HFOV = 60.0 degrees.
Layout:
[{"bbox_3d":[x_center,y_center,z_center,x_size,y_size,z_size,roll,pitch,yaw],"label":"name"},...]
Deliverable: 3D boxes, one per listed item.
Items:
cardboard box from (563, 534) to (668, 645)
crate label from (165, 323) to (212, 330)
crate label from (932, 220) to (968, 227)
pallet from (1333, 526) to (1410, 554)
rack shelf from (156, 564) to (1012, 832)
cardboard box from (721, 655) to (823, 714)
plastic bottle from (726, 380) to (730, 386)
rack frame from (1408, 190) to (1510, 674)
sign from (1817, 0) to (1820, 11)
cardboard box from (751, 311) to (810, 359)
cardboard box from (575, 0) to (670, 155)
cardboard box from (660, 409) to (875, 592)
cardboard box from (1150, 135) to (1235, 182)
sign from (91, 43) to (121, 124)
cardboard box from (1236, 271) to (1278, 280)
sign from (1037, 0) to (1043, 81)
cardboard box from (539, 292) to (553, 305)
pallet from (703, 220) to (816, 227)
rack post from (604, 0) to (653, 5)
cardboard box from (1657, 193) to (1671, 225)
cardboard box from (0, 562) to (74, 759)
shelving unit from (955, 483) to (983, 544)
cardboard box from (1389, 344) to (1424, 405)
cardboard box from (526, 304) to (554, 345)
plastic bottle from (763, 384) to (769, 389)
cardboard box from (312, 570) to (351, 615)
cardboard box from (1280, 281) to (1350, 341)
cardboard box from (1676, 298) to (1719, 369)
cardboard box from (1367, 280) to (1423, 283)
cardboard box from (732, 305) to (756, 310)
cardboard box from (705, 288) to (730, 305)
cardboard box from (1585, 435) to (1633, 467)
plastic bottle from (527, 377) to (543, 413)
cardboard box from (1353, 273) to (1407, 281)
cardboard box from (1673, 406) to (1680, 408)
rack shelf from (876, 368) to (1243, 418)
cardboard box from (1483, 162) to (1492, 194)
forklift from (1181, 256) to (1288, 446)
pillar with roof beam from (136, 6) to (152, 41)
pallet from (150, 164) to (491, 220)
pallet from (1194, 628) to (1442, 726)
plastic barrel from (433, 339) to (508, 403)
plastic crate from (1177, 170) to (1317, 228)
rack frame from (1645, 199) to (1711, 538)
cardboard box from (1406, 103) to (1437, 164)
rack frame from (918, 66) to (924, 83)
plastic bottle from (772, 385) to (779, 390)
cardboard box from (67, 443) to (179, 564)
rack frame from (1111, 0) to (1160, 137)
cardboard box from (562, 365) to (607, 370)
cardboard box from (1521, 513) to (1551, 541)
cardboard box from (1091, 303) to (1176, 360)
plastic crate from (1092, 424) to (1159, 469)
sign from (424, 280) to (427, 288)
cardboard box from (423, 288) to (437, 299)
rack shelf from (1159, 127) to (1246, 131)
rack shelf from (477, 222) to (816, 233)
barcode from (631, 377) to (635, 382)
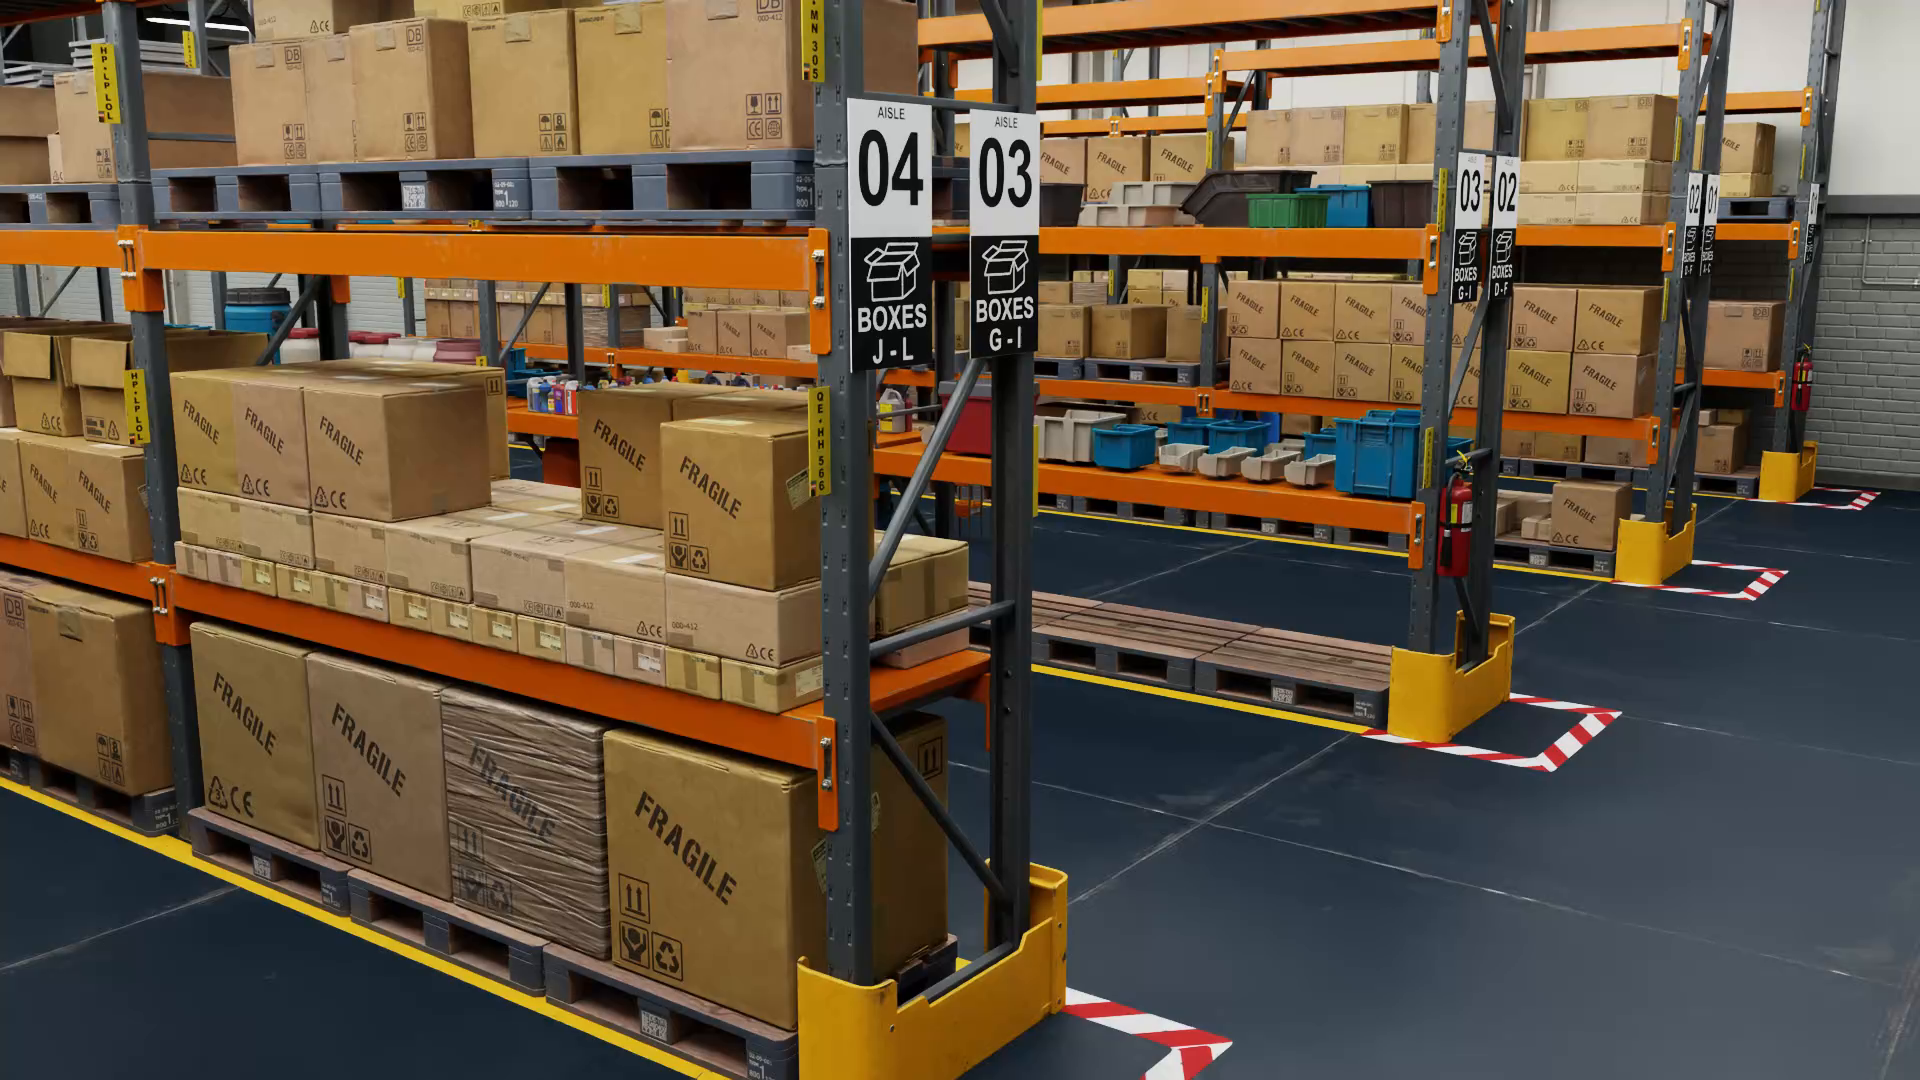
[{"bbox_3d":[-1.042,0.165,5.889,0.500,0.250,0.500,8,13,35],"label":"cardboard box"},{"bbox_3d":[-8.407,-2.100,17.895,0.616,0.435,0.502,8,13,36],"label":"crate label"},{"bbox_3d":[-0.155,-2.143,11.008,0.466,0.136,0.293,8,13,36],"label":"crate label"},{"bbox_3d":[4.097,-0.073,14.855,1.213,0.211,1.003,8,13,36],"label":"pallet"},{"bbox_3d":[-1.698,0.437,6.767,4.000,0.370,1.077,8,13,36],"label":"rack shelf"},{"bbox_3d":[-0.568,0.442,5.507,0.250,0.149,0.380,8,14,37],"label":"cardboard box"},{"bbox_3d":[-1.882,-1.138,13.321,0.133,0.283,0.061,8,13,36],"label":"plastic bottle"},{"bbox_3d":[2.846,-0.449,9.456,0.127,3.000,1.000,8,13,36],"label":"rack frame"},{"bbox_3d":[8.377,-5.328,16.208,0.005,0.325,0.100,8,13,36],"label":"sign"},{"bbox_3d":[-2.029,-2.342,18.975,0.500,0.500,0.500,7,13,33],"label":"cardboard box"},{"bbox_3d":[-0.919,-1.600,5.875,0.500,0.500,0.700,7,13,33],"label":"cardboard box"},{"bbox_3d":[-0.634,-0.146,5.526,0.500,0.500,0.500,8,14,36],"label":"cardboard box"},{"bbox_3d":[2.194,-3.502,15.705,0.600,0.600,0.600,6,13,30],"label":"cardboard box"},{"bbox_3d":[-3.623,-1.938,7.062,0.005,0.325,0.100,8,13,36],"label":"sign"},{"bbox_3d":[3.729,-3.176,20.475,0.500,0.250,0.500,8,13,34],"label":"cardboard box"},{"bbox_3d":[0.247,-1.716,5.597,0.005,0.325,0.100,8,13,36],"label":"sign"},{"bbox_3d":[-5.056,-3.037,20.857,0.250,0.149,0.380,8,13,35],"label":"cardboard box"},{"bbox_3d":[-1.068,-2.352,11.892,1.003,0.211,1.213,8,13,36],"label":"pallet"},{"bbox_3d":[-2.085,-3.807,12.334,0.954,0.300,0.937,10,15,42],"label":"rack post"},{"bbox_3d":[5.517,-2.703,13.603,0.500,0.250,0.500,8,13,36],"label":"cardboard box"},{"bbox_3d":[-4.558,0.527,8.898,0.875,0.875,1.225,7,13,34],"label":"cardboard box"},{"bbox_3d":[0.043,-0.509,14.899,0.252,1.050,0.215,8,13,36],"label":"shelving unit"},{"bbox_3d":[4.034,-1.437,14.295,0.500,0.500,0.500,8,13,35],"label":"cardboard box"},{"bbox_3d":[-5.084,-2.770,21.186,0.500,0.500,0.700,8,14,36],"label":"cardboard box"},{"bbox_3d":[-1.536,-1.094,13.125,0.097,0.271,0.097,0,11,0],"label":"plastic bottle"},{"bbox_3d":[-2.425,0.184,6.845,0.250,0.149,0.380,8,13,35],"label":"cardboard box"},{"bbox_3d":[3.186,-2.043,14.798,0.500,0.500,0.500,7,13,34],"label":"cardboard box"},{"bbox_3d":[7.700,-2.249,17.970,0.700,0.700,0.980,8,13,35],"label":"cardboard box"},{"bbox_3d":[3.938,-2.066,14.916,0.500,0.500,0.500,8,14,36],"label":"cardboard box"},{"bbox_3d":[-3.147,-3.483,25.480,0.500,0.250,0.500,8,13,35],"label":"cardboard box"},{"bbox_3d":[-3.587,-3.913,25.725,0.500,0.500,0.500,8,14,36],"label":"cardboard box"},{"bbox_3d":[7.277,-1.121,18.403,0.500,0.500,0.700,7,13,34],"label":"cardboard box"},{"bbox_3d":[-3.445,-1.190,13.609,0.135,0.276,0.152,8,13,36],"label":"plastic bottle"},{"bbox_3d":[4.958,-3.002,19.578,0.500,0.250,0.500,8,14,37],"label":"cardboard box"},{"bbox_3d":[7.669,-1.342,17.838,0.250,0.149,0.380,8,14,37],"label":"cardboard box"},{"bbox_3d":[0.945,-1.529,16.929,4.000,0.370,1.077,8,13,36],"label":"rack shelf"},{"bbox_3d":[4.412,-2.984,13.736,0.500,0.250,0.500,8,13,36],"label":"cardboard box"},{"bbox_3d":[3.119,-2.221,18.792,1.130,2.935,3.031,2,11,11],"label":"forklift"},{"bbox_3d":[-20.279,-11.051,32.633,0.548,2.987,8.718,8,13,36],"label":"pillar with roof beam"},{"bbox_3d":[-2.657,-1.476,7.101,1.213,0.211,1.003,8,13,36],"label":"pallet"},{"bbox_3d":[2.204,0.821,10.231,1.213,0.211,1.003,8,13,36],"label":"pallet"},{"bbox_3d":[-4.156,-1.421,14.122,0.708,0.536,0.600,8,13,36],"label":"plastic barrel"},{"bbox_3d":[1.777,-2.106,10.282,0.767,0.338,0.504,8,13,36],"label":"plastic crate"},{"bbox_3d":[5.781,-1.207,13.373,0.127,3.000,1.000,8,13,36],"label":"rack frame"},{"bbox_3d":[4.190,-3.455,14.198,0.500,0.500,0.700,8,13,36],"label":"cardboard box"},{"bbox_3d":[-0.665,-5.053,17.455,0.053,2.616,0.949,8,13,36],"label":"rack frame"},{"bbox_3d":[-1.376,-0.971,12.282,0.185,0.351,0.144,8,13,36],"label":"plastic bottle"},{"bbox_3d":[-3.848,-0.201,7.907,0.500,0.500,0.500,8,14,36],"label":"cardboard box"},{"bbox_3d":[2.262,-5.811,21.375,0.127,3.000,1.000,8,13,36],"label":"rack frame"},{"bbox_3d":[-4.886,-1.993,21.595,0.500,0.500,0.500,8,13,36],"label":"cardboard box"},{"bbox_3d":[4.924,-0.115,14.028,0.250,0.166,0.380,8,13,36],"label":"cardboard box"},{"bbox_3d":[1.716,-2.067,16.450,0.700,0.500,0.500,-11,15,-44],"label":"cardboard box"},{"bbox_3d":[1.039,-0.588,10.457,0.300,0.233,0.416,8,13,36],"label":"plastic crate"},{"bbox_3d":[-10.300,-4.872,32.224,0.234,0.329,0.001,8,13,36],"label":"sign"},{"bbox_3d":[-6.926,-3.297,22.202,0.250,0.149,0.380,8,13,35],"label":"cardboard box"},{"bbox_3d":[3.874,-5.133,20.300,3.809,0.124,0.919,8,13,36],"label":"rack shelf"},{"bbox_3d":[-1.990,-2.244,12.726,4.000,0.370,1.077,8,13,36],"label":"rack shelf"},{"bbox_3d":[-3.932,-1.924,19.974,0.075,0.075,0.001,8,13,36],"label":"barcode"}]
